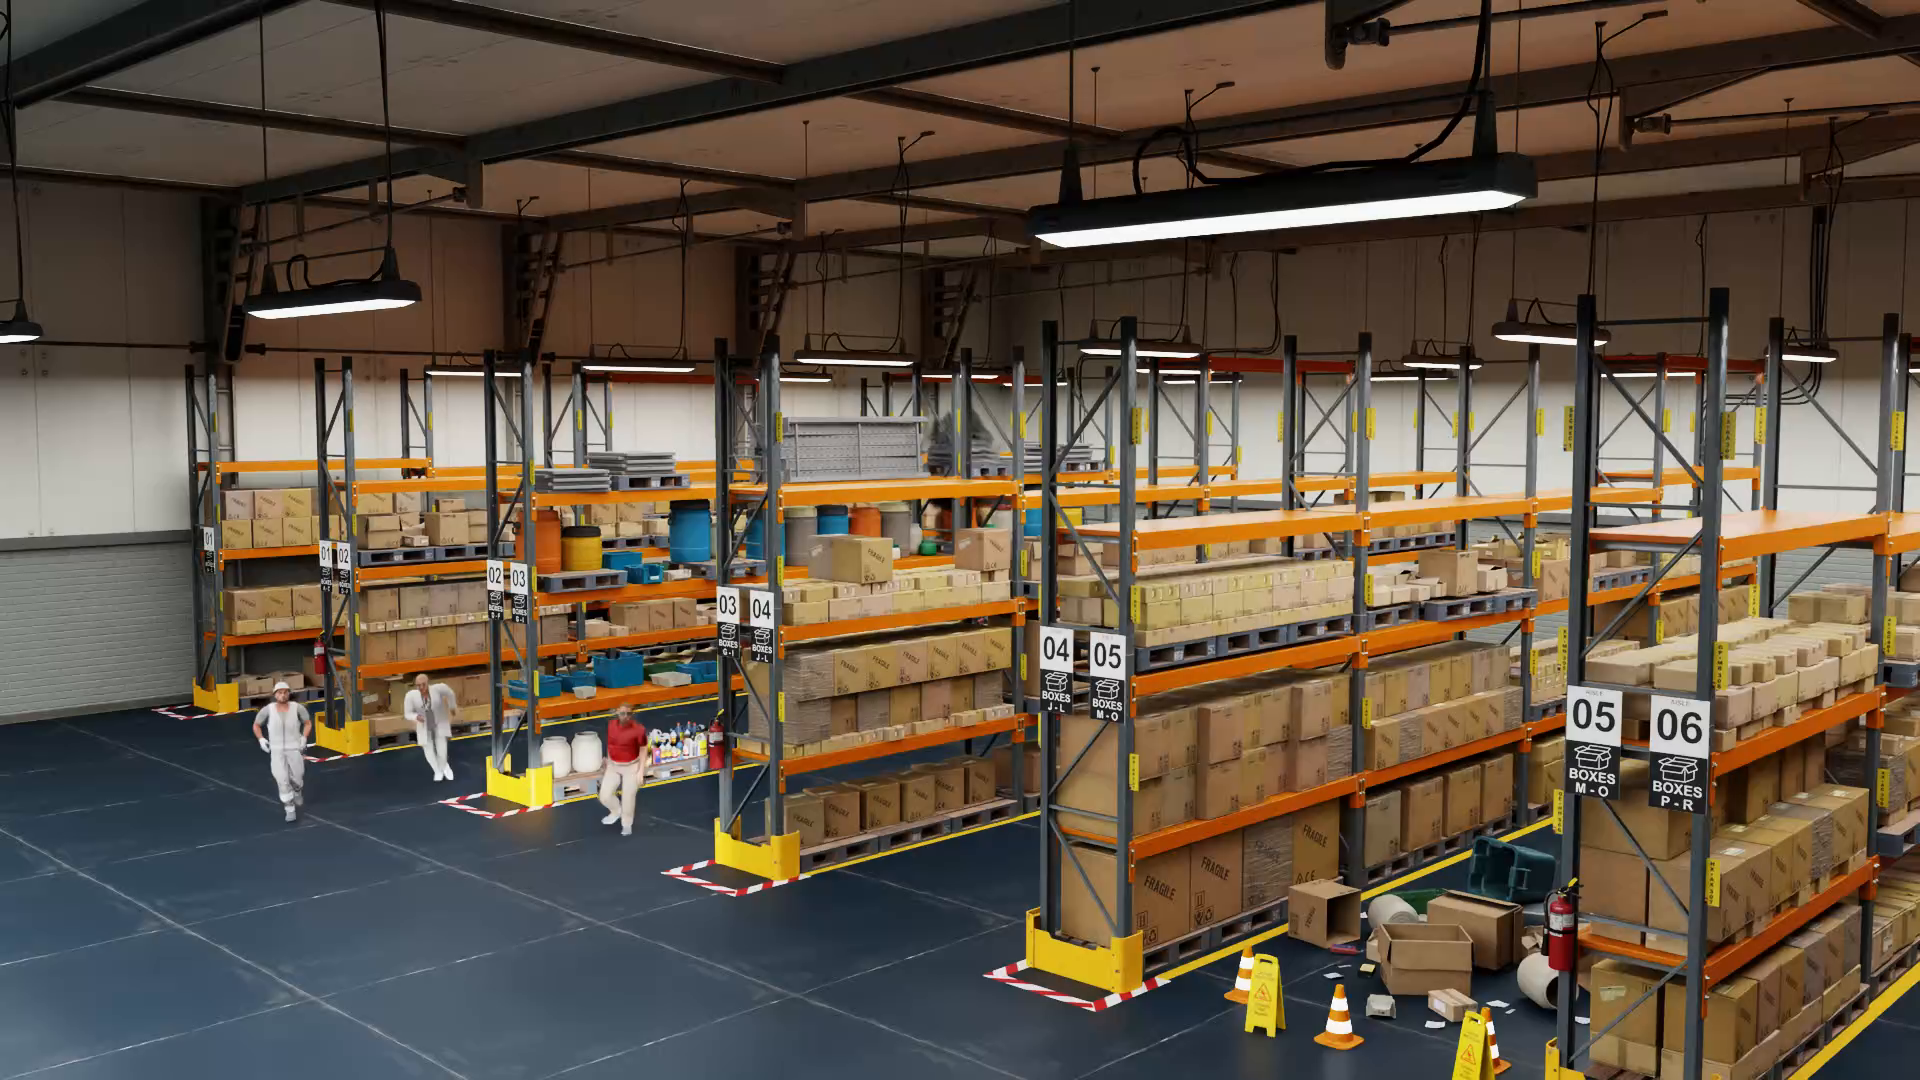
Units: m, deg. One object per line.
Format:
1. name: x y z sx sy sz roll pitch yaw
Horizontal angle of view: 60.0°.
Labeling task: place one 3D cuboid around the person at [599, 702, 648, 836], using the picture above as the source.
1. person: -4.105 2.777 20.310 0.714 1.682 0.588 1 4 12

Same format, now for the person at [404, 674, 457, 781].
1. person: -7.330 2.602 23.020 0.644 1.580 0.962 -1 4 -9

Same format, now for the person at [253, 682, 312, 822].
1. person: -8.634 2.671 21.200 0.698 1.757 0.697 -2 5 -20
